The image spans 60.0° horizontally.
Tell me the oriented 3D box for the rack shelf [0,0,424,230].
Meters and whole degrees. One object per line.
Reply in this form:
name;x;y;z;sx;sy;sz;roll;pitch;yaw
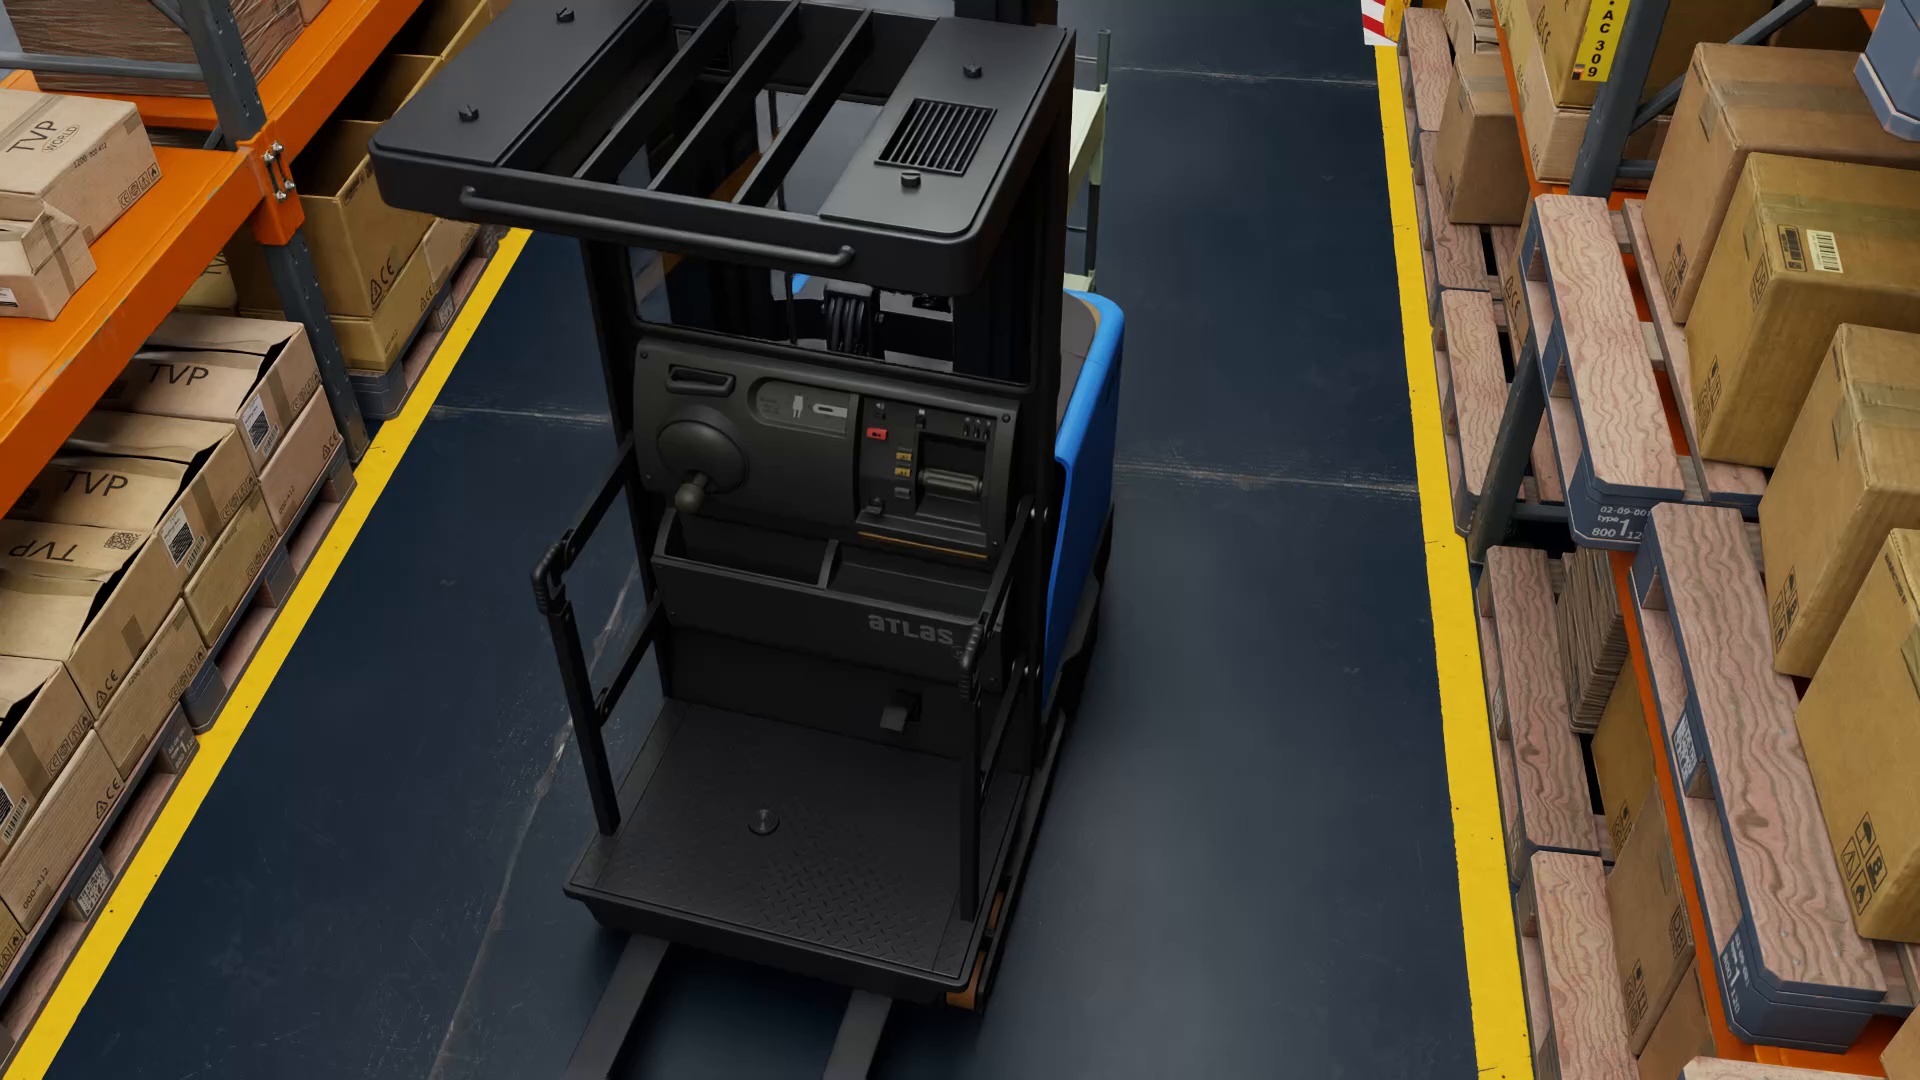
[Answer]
rack shelf;-2.408;-2.549;6.784;1.077;0.370;4.000;5;44;6

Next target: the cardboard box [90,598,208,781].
cardboard box;-2.576;0.401;4.839;0.500;0.250;0.500;6;44;6

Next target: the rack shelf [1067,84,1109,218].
rack shelf;0.184;-1.143;5.299;0.431;0.370;0.720;11;45;11

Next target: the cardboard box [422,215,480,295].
cardboard box;-2.240;-1.230;6.562;0.500;0.250;0.500;5;44;6

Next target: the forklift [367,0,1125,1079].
forklift;-0.382;-0.123;3.748;1.130;2.935;3.031;11;45;11

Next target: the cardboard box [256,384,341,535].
cardboard box;-2.440;-0.292;5.572;0.500;0.250;0.500;5;44;5

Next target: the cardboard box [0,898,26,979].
cardboard box;-2.713;1.097;4.104;0.500;0.250;0.500;4;44;4

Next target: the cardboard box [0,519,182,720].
cardboard box;-2.573;0.192;4.652;0.500;0.311;0.500;5;44;5

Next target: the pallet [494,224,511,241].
pallet;-2.367;-1.807;7.505;1.003;0.211;1.213;5;44;6

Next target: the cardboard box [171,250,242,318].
cardboard box;-2.828;-0.937;6.253;0.500;0.250;0.500;5;44;6

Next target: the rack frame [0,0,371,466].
rack frame;-2.673;-1.447;5.097;1.000;3.000;0.127;5;44;6

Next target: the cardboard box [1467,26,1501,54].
cardboard box;2.511;-2.057;7.377;0.500;0.311;0.500;9;44;9

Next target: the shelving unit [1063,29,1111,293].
shelving unit;0.184;-0.860;5.567;0.431;1.500;0.755;11;45;11

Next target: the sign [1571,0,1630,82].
sign;1.699;-1.358;4.373;0.100;0.325;0.005;5;44;6

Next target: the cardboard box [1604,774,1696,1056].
cardboard box;2.031;0.952;4.061;0.700;0.500;0.500;6;44;6

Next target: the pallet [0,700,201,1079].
pallet;-2.890;0.905;4.641;1.003;0.211;1.213;5;44;6

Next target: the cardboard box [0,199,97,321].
cardboard box;-2.607;-0.783;4.493;0.396;0.266;0.258;4;44;4

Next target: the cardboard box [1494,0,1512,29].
cardboard box;2.125;-1.986;5.760;0.500;0.250;0.500;5;44;5

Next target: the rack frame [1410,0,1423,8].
rack frame;2.767;-3.726;7.503;1.000;3.000;0.127;5;44;6

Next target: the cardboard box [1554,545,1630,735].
cardboard box;2.157;0.251;4.801;0.700;0.500;0.500;7;44;7

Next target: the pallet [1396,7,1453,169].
pallet;2.614;-2.111;7.826;1.003;0.211;1.213;5;44;6

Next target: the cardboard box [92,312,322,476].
cardboard box;-2.442;-0.503;5.386;0.500;0.311;0.500;5;44;6

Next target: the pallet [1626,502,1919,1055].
pallet;1.930;0.443;3.240;1.003;0.211;1.213;5;44;6

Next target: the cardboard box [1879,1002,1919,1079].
cardboard box;1.808;0.826;2.303;0.700;0.500;0.500;1;43;2

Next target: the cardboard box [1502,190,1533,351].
cardboard box;2.336;-0.963;6.083;0.500;0.500;0.500;2;43;2

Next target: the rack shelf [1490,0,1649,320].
rack shelf;2.502;-2.101;6.311;1.077;0.370;4.000;5;44;6

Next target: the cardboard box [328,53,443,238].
cardboard box;-2.243;-1.503;6.304;0.500;0.500;0.500;5;44;6

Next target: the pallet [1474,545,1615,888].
pallet;2.137;0.544;5.022;1.003;0.211;1.213;5;44;6

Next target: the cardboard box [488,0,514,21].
cardboard box;-2.105;-2.184;7.024;0.500;0.500;0.500;5;44;6

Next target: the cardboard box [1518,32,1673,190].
cardboard box;2.000;-1.303;5.039;0.500;0.250;0.500;5;44;6

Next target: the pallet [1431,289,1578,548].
pallet;2.292;-0.448;6.070;1.003;0.211;1.213;5;44;6

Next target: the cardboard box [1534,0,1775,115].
cardboard box;1.994;-1.575;4.781;0.500;0.500;0.500;5;44;5

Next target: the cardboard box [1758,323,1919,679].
cardboard box;2.000;-0.020;3.197;0.700;0.500;0.500;11;45;11

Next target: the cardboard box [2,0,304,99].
cardboard box;-2.620;-1.787;5.383;0.700;0.500;0.500;4;44;4

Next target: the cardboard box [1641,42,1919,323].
cardboard box;2.137;-0.852;4.075;0.700;0.500;0.500;5;44;6
